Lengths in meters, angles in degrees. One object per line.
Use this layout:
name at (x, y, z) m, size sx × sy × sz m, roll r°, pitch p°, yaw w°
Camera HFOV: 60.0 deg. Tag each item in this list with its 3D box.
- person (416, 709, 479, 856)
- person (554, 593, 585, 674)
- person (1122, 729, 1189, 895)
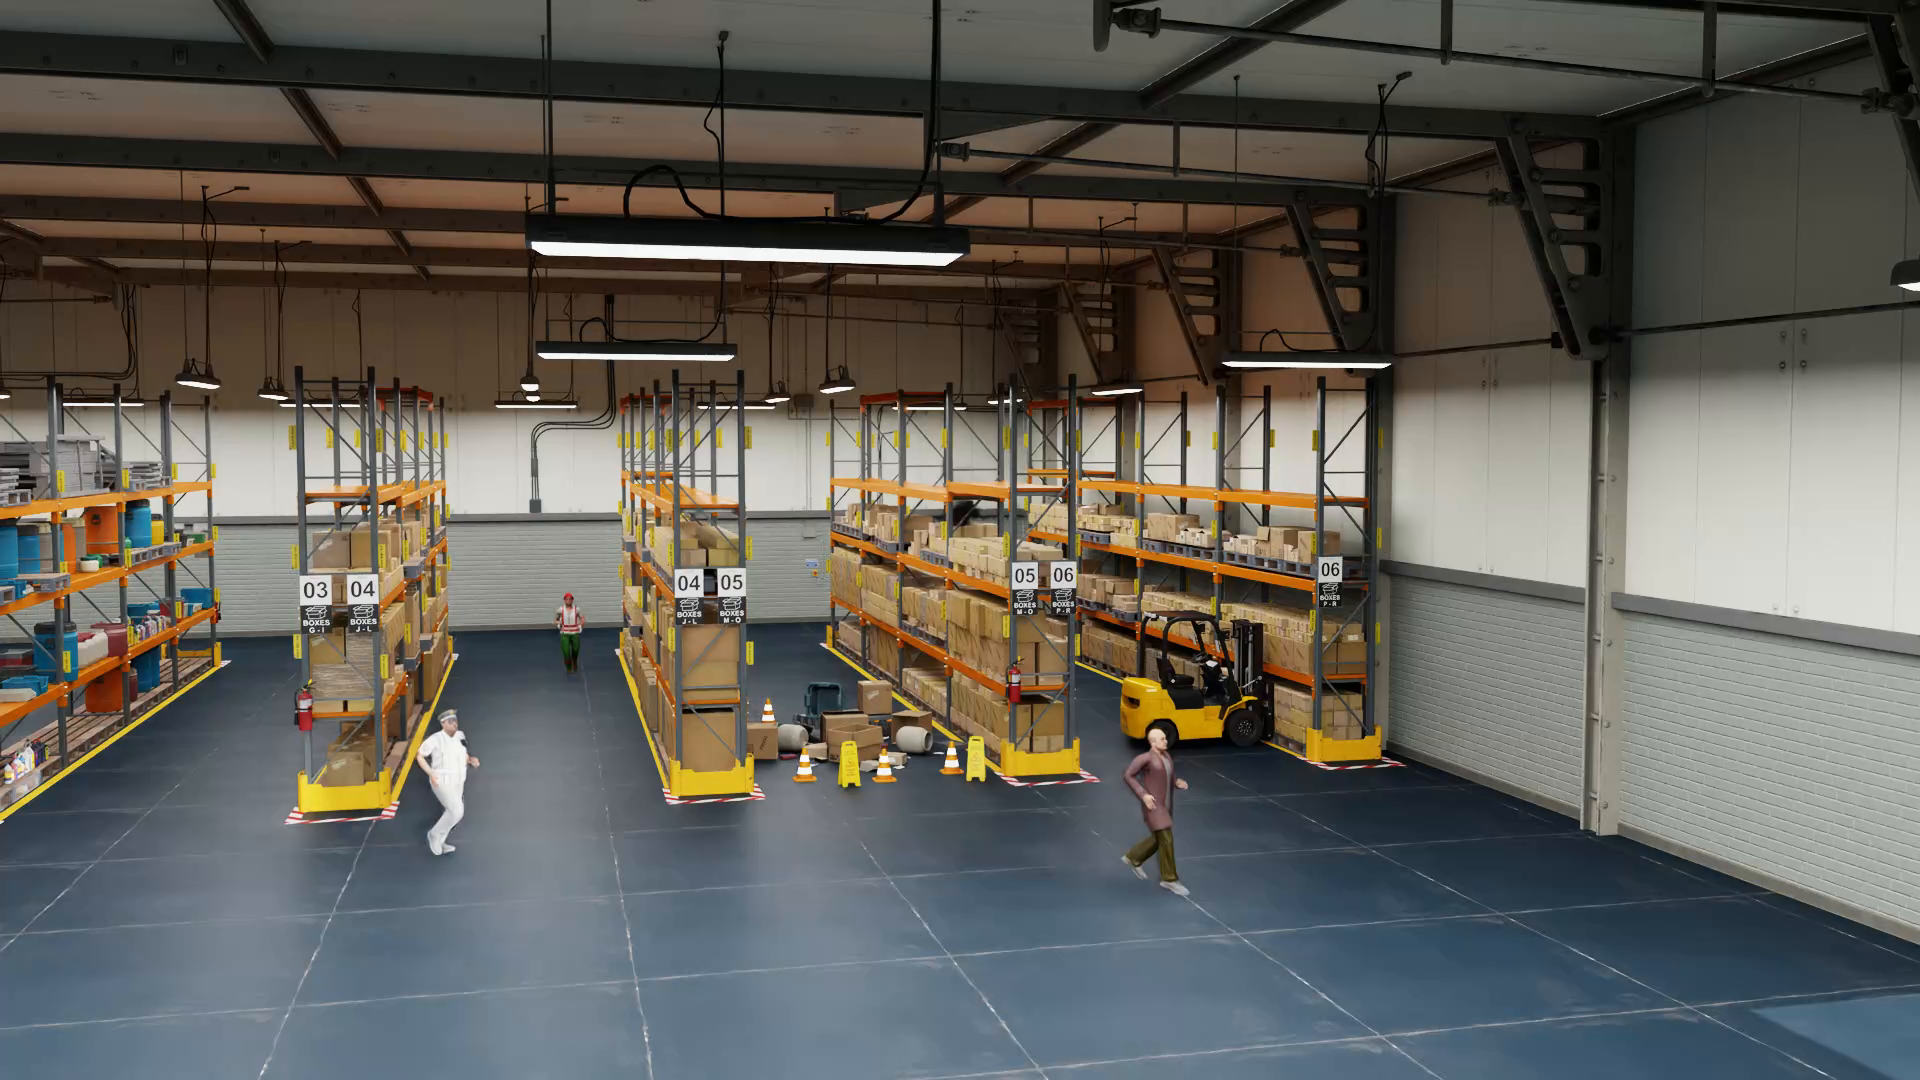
person at (-6.141, 2.927, 20.131) m, size 0.647 × 1.762 × 0.638 m, roll 2°, pitch 4°, yaw 25°
person at (-8.347, 2.006, 35.565) m, size 0.649 × 1.739 × 0.601 m, roll -1°, pitch 4°, yaw -14°
person at (2.175, 2.998, 18.564) m, size 0.922 × 1.793 × 0.705 m, roll 2°, pitch 4°, yaw 36°
